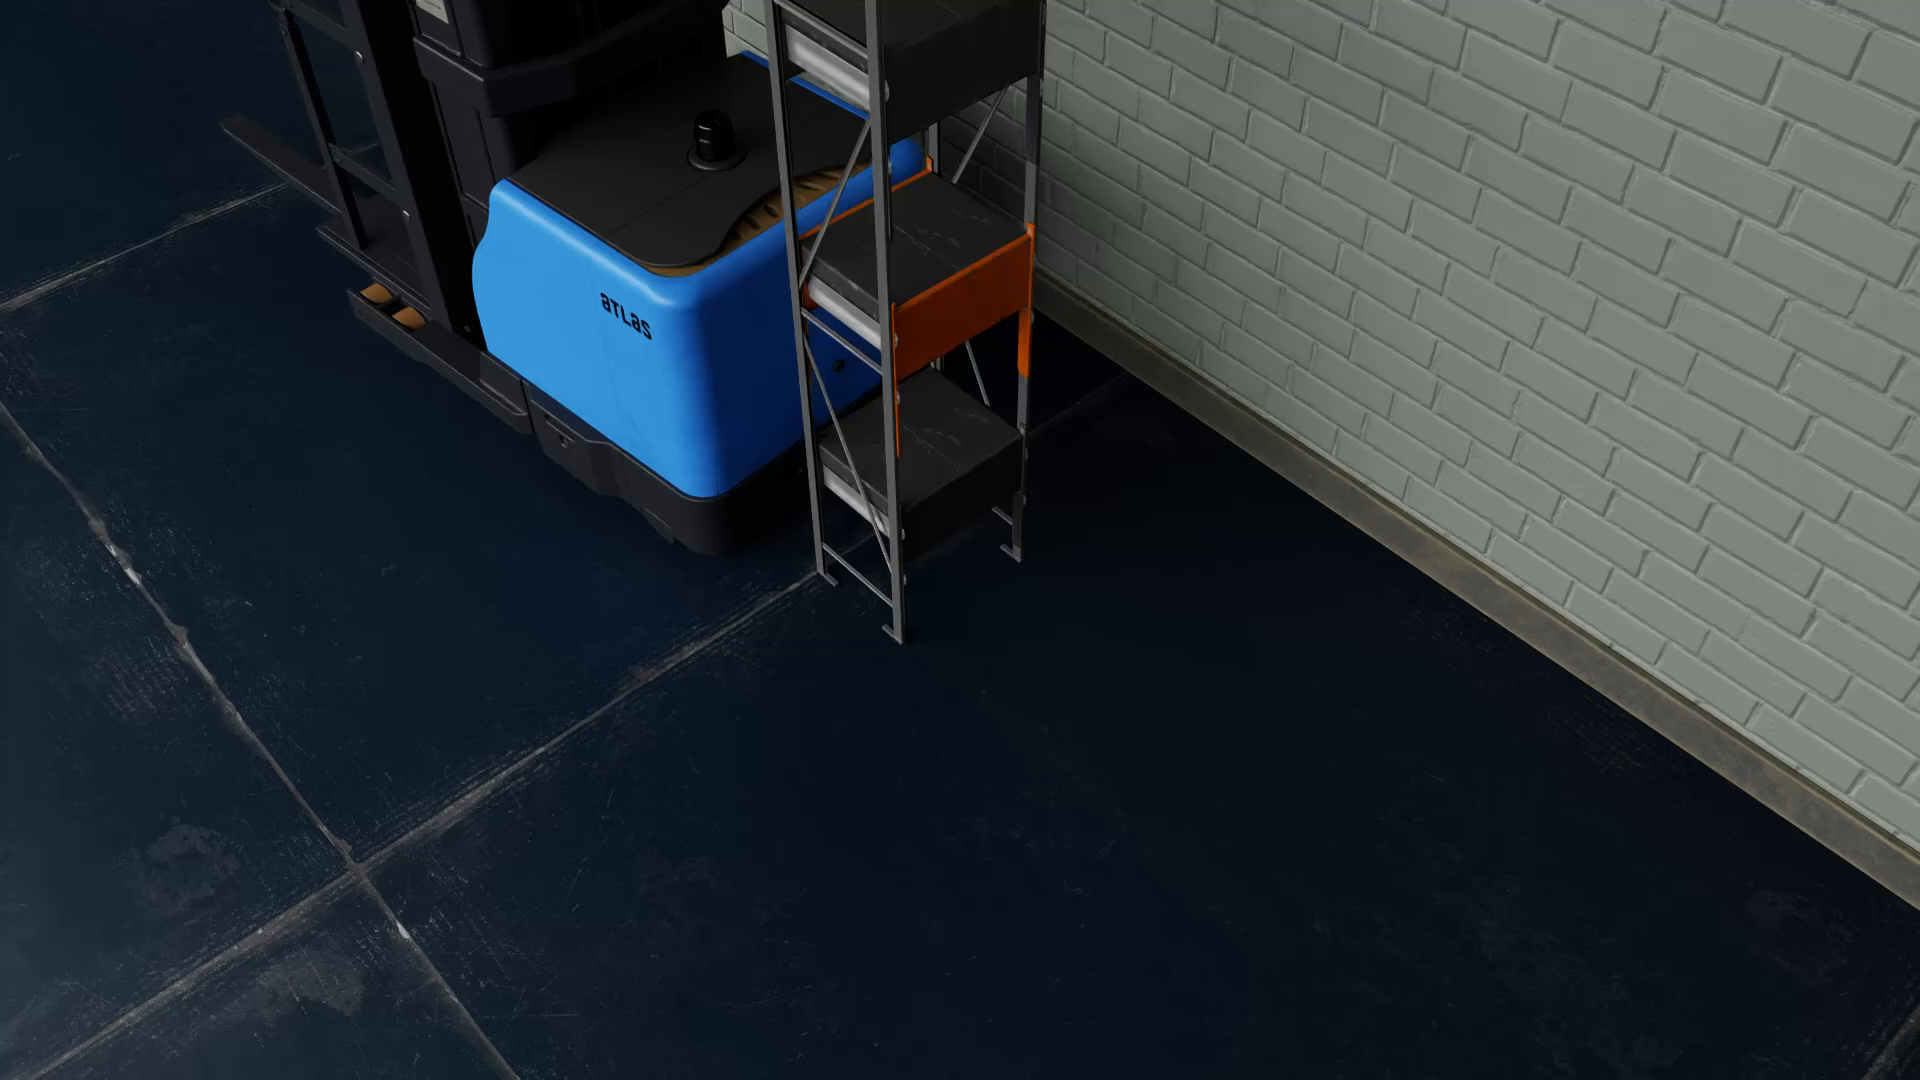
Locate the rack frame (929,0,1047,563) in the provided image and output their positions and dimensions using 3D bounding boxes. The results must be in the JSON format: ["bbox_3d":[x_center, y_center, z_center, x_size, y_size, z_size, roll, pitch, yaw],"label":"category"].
[{"bbox_3d":[0.058,-0.751,4.514,0.015,2.100,0.400,-34,56,-27],"label":"rack frame"}]

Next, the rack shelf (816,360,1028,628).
[{"bbox_3d":[-0.122,-0.146,4.927,0.480,0.518,0.431,-34,56,-27],"label":"rack shelf"}]

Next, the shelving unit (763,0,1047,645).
[{"bbox_3d":[-0.122,-0.630,4.403,0.503,2.100,0.431,-34,56,-27],"label":"shelving unit"}]

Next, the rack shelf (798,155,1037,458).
[{"bbox_3d":[-0.122,-0.621,4.413,0.480,0.518,0.431,-34,56,-27],"label":"rack shelf"}]

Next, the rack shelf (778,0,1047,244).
[{"bbox_3d":[-0.122,-1.096,3.898,0.480,0.518,0.431,-34,56,-27],"label":"rack shelf"}]

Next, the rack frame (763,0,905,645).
[{"bbox_3d":[-0.303,-0.510,4.291,0.015,2.100,0.400,-34,56,-27],"label":"rack frame"}]

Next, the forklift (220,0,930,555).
[{"bbox_3d":[-1.523,-1.898,5.007,3.031,2.935,1.130,34,56,27],"label":"forklift"}]
